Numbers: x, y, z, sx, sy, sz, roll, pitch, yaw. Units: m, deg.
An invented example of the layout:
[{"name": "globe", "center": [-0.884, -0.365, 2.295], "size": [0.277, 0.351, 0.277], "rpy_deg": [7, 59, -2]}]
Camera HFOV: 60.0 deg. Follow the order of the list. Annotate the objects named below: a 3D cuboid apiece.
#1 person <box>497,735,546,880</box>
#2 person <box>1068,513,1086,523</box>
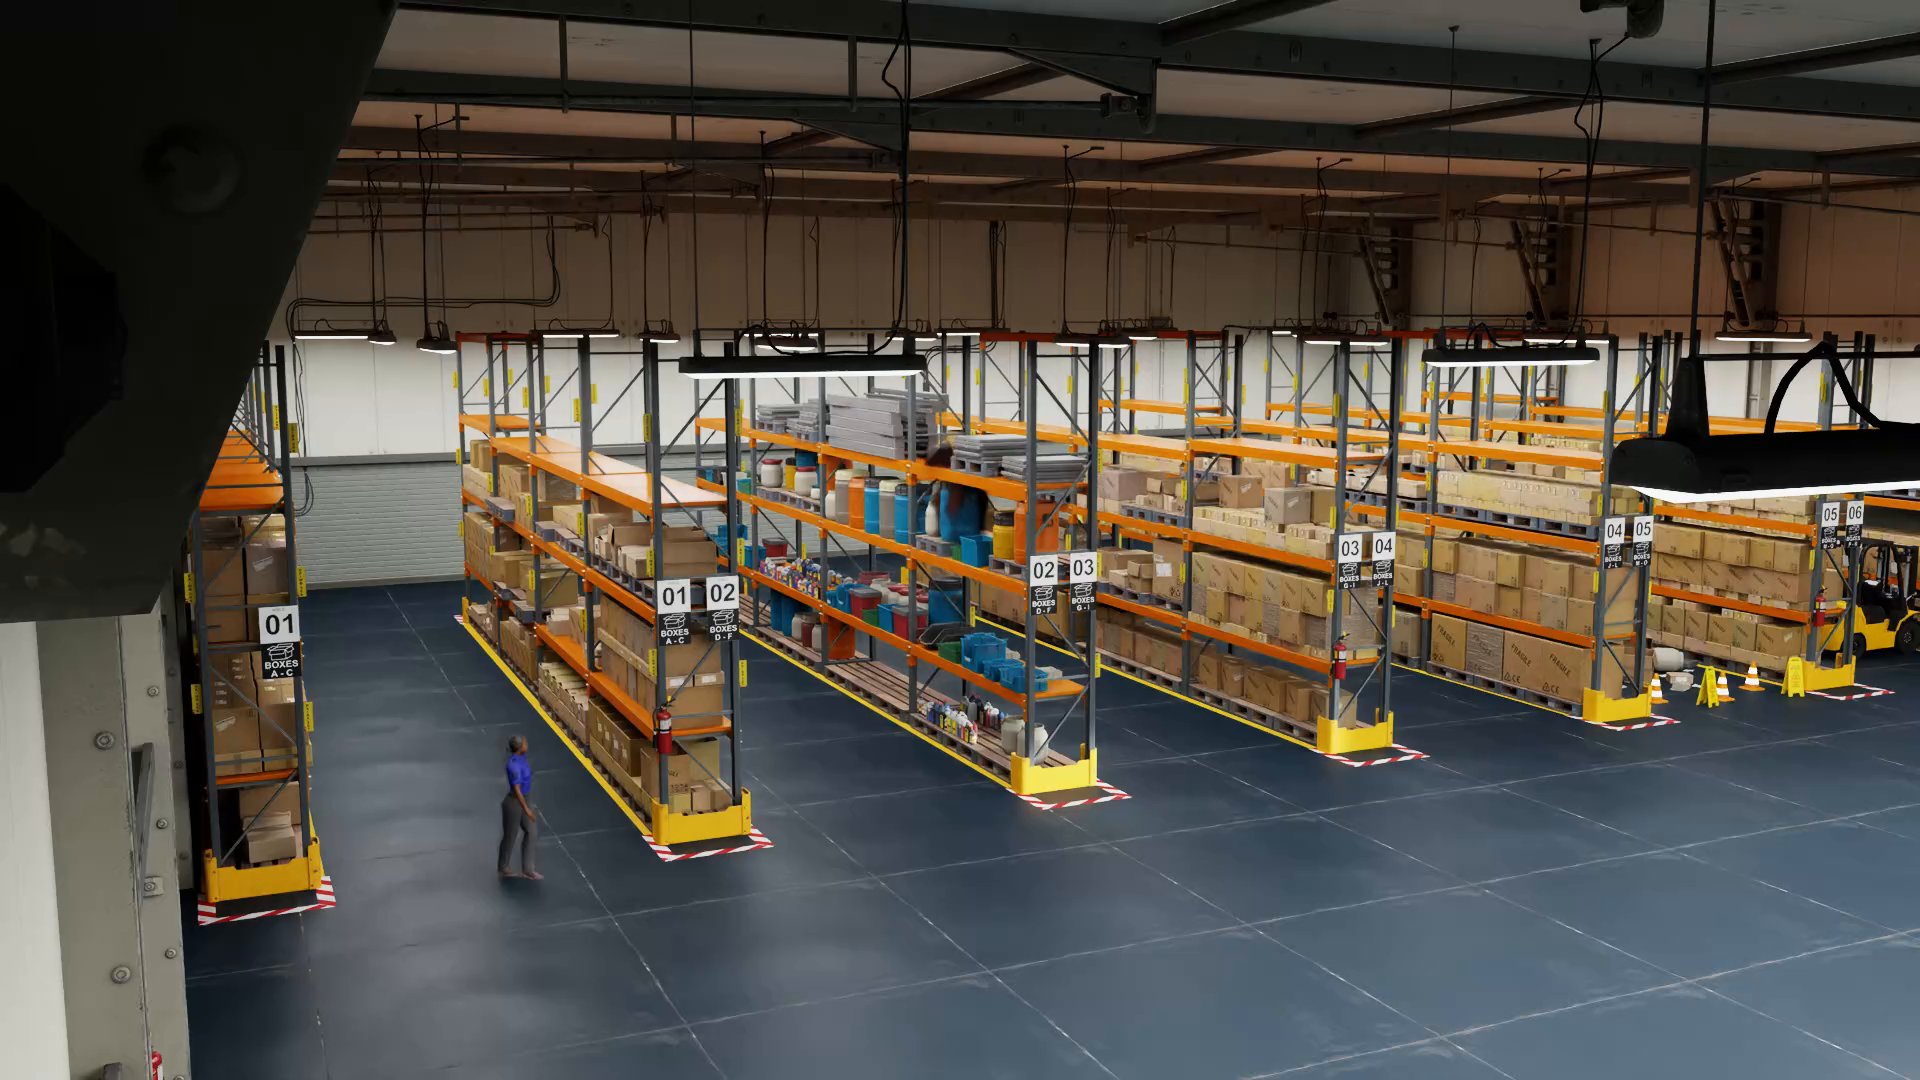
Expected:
[{"name": "person", "center": [-4.976, 3.024, 18.760], "size": [0.611, 1.686, 0.452], "rpy_deg": [2, 8, 17]}, {"name": "person", "center": [3.020, -0.324, 42.925], "size": [0.853, 1.740, 0.592], "rpy_deg": [-5, 9, -32]}]
